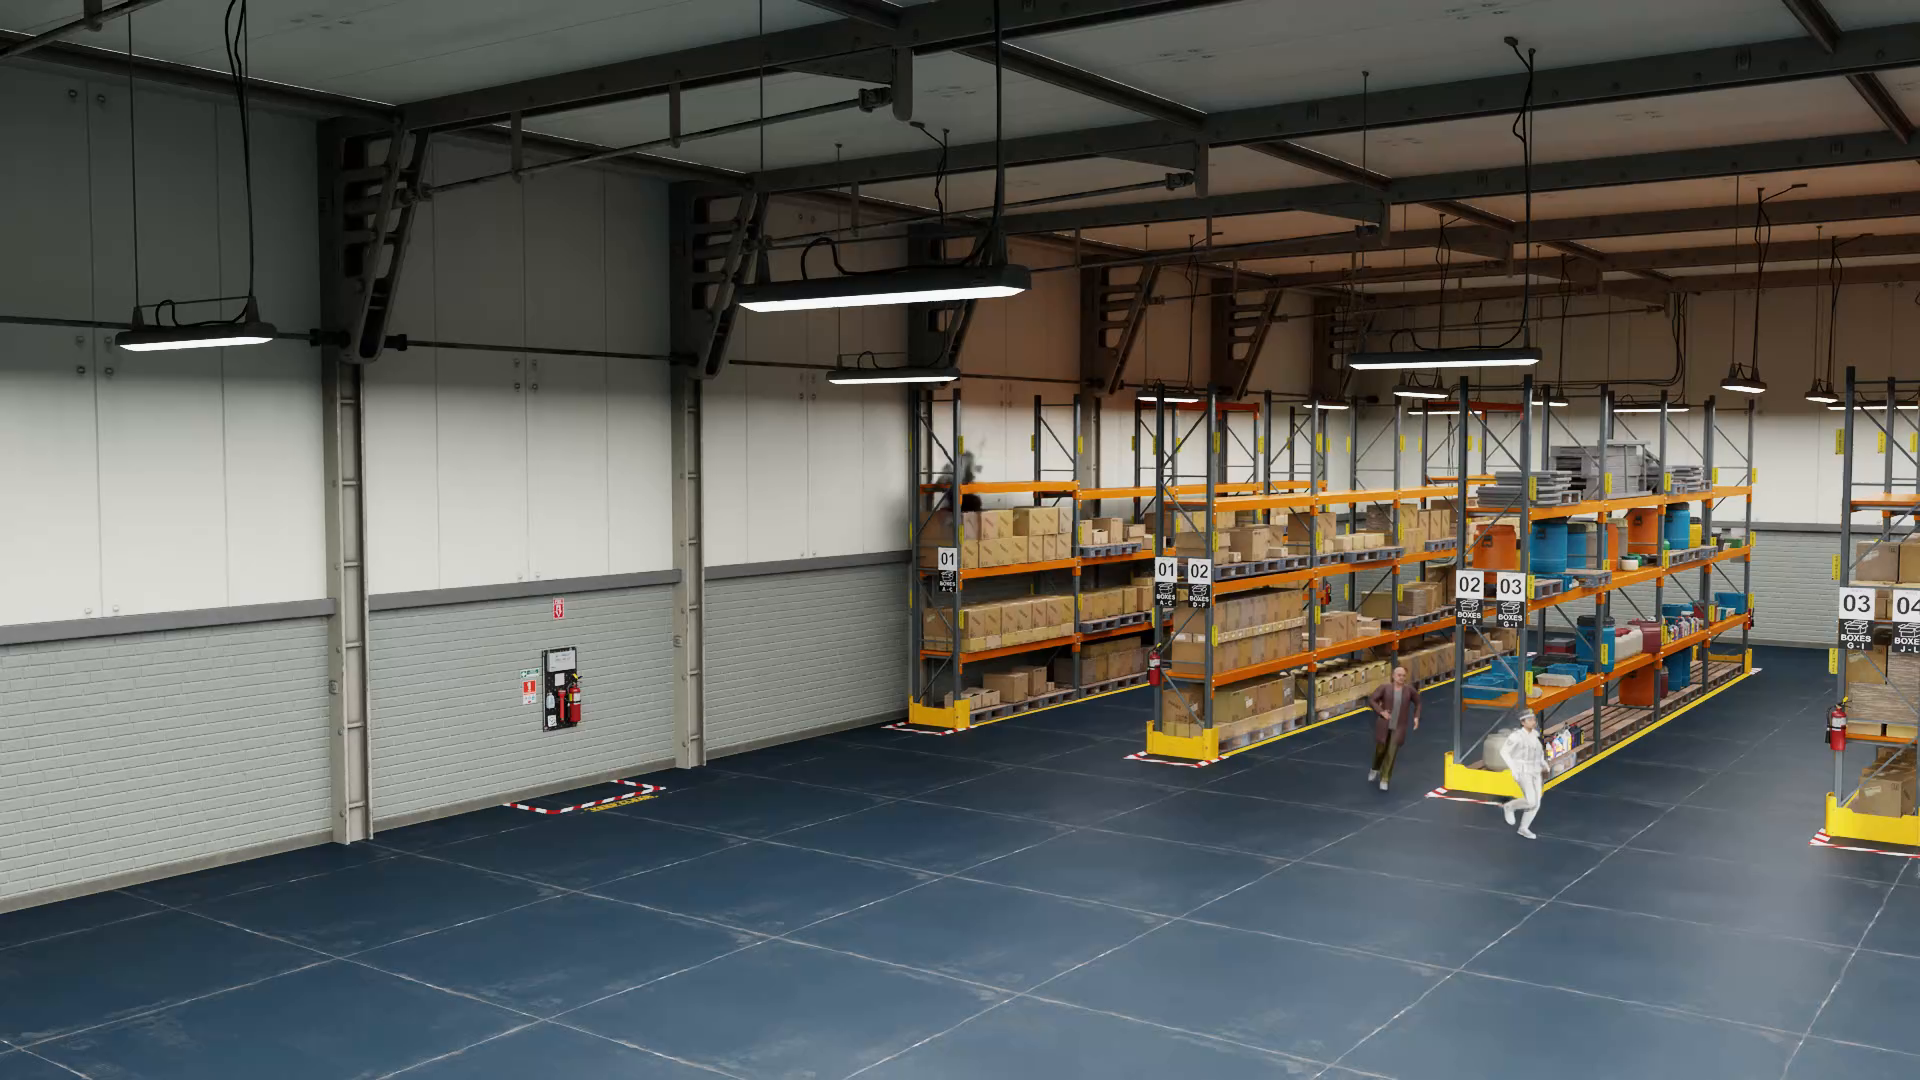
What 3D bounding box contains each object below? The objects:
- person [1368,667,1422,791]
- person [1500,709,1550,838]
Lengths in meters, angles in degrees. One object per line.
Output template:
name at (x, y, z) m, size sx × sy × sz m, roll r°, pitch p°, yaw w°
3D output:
person at (6.337, 2.723, 24.203) m, size 0.772 × 1.748 × 0.978 m, roll 1°, pitch 3°, yaw 12°
person at (7.249, 2.971, 21.255) m, size 0.623 × 1.655 × 0.554 m, roll -1°, pitch 4°, yaw -24°
